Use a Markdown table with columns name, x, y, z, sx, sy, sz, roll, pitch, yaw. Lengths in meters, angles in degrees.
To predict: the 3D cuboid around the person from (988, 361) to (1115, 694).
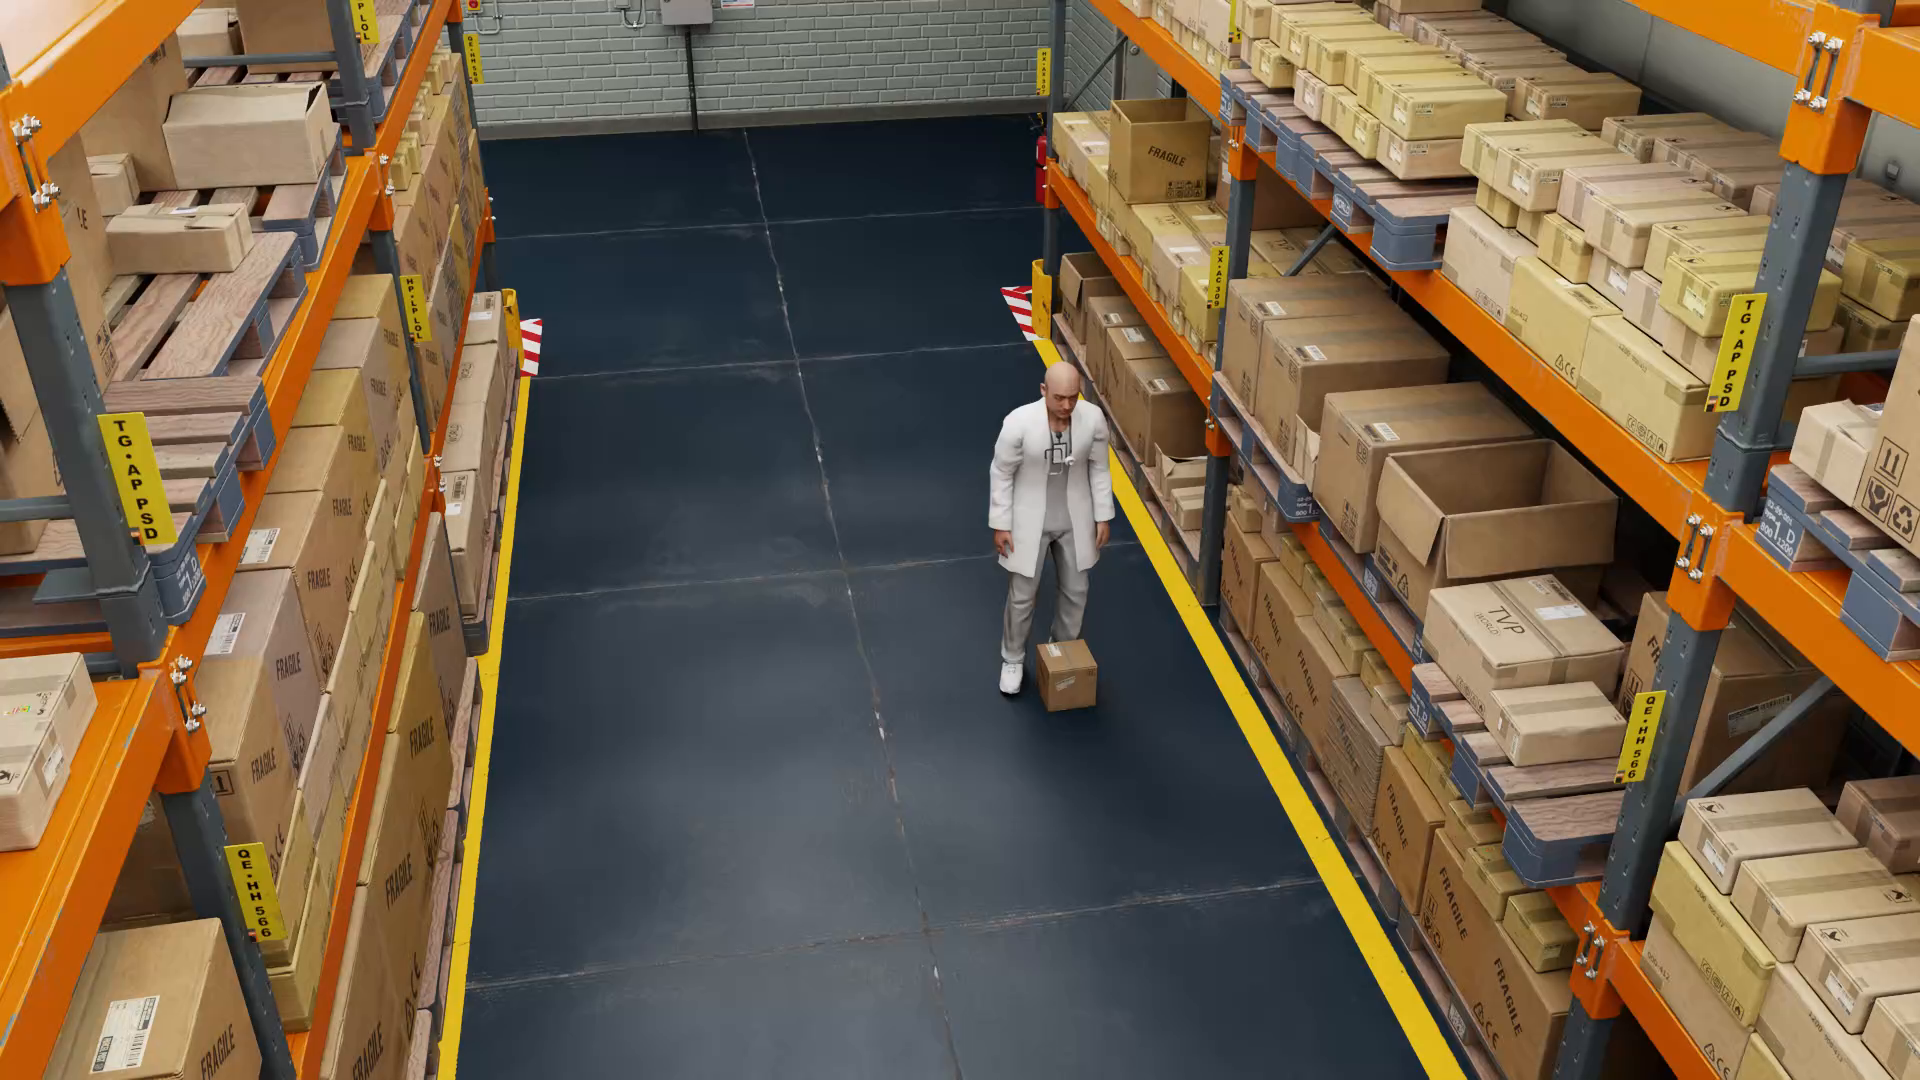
| name | x | y | z | sx | sy | sz | roll | pitch | yaw |
| --- | --- | --- | --- | --- | --- | --- | --- | --- | --- |
| person | 0.457 | -0.031 | 8.327 | 0.645 | 1.656 | 0.428 | -6 | 31 | -10 |
